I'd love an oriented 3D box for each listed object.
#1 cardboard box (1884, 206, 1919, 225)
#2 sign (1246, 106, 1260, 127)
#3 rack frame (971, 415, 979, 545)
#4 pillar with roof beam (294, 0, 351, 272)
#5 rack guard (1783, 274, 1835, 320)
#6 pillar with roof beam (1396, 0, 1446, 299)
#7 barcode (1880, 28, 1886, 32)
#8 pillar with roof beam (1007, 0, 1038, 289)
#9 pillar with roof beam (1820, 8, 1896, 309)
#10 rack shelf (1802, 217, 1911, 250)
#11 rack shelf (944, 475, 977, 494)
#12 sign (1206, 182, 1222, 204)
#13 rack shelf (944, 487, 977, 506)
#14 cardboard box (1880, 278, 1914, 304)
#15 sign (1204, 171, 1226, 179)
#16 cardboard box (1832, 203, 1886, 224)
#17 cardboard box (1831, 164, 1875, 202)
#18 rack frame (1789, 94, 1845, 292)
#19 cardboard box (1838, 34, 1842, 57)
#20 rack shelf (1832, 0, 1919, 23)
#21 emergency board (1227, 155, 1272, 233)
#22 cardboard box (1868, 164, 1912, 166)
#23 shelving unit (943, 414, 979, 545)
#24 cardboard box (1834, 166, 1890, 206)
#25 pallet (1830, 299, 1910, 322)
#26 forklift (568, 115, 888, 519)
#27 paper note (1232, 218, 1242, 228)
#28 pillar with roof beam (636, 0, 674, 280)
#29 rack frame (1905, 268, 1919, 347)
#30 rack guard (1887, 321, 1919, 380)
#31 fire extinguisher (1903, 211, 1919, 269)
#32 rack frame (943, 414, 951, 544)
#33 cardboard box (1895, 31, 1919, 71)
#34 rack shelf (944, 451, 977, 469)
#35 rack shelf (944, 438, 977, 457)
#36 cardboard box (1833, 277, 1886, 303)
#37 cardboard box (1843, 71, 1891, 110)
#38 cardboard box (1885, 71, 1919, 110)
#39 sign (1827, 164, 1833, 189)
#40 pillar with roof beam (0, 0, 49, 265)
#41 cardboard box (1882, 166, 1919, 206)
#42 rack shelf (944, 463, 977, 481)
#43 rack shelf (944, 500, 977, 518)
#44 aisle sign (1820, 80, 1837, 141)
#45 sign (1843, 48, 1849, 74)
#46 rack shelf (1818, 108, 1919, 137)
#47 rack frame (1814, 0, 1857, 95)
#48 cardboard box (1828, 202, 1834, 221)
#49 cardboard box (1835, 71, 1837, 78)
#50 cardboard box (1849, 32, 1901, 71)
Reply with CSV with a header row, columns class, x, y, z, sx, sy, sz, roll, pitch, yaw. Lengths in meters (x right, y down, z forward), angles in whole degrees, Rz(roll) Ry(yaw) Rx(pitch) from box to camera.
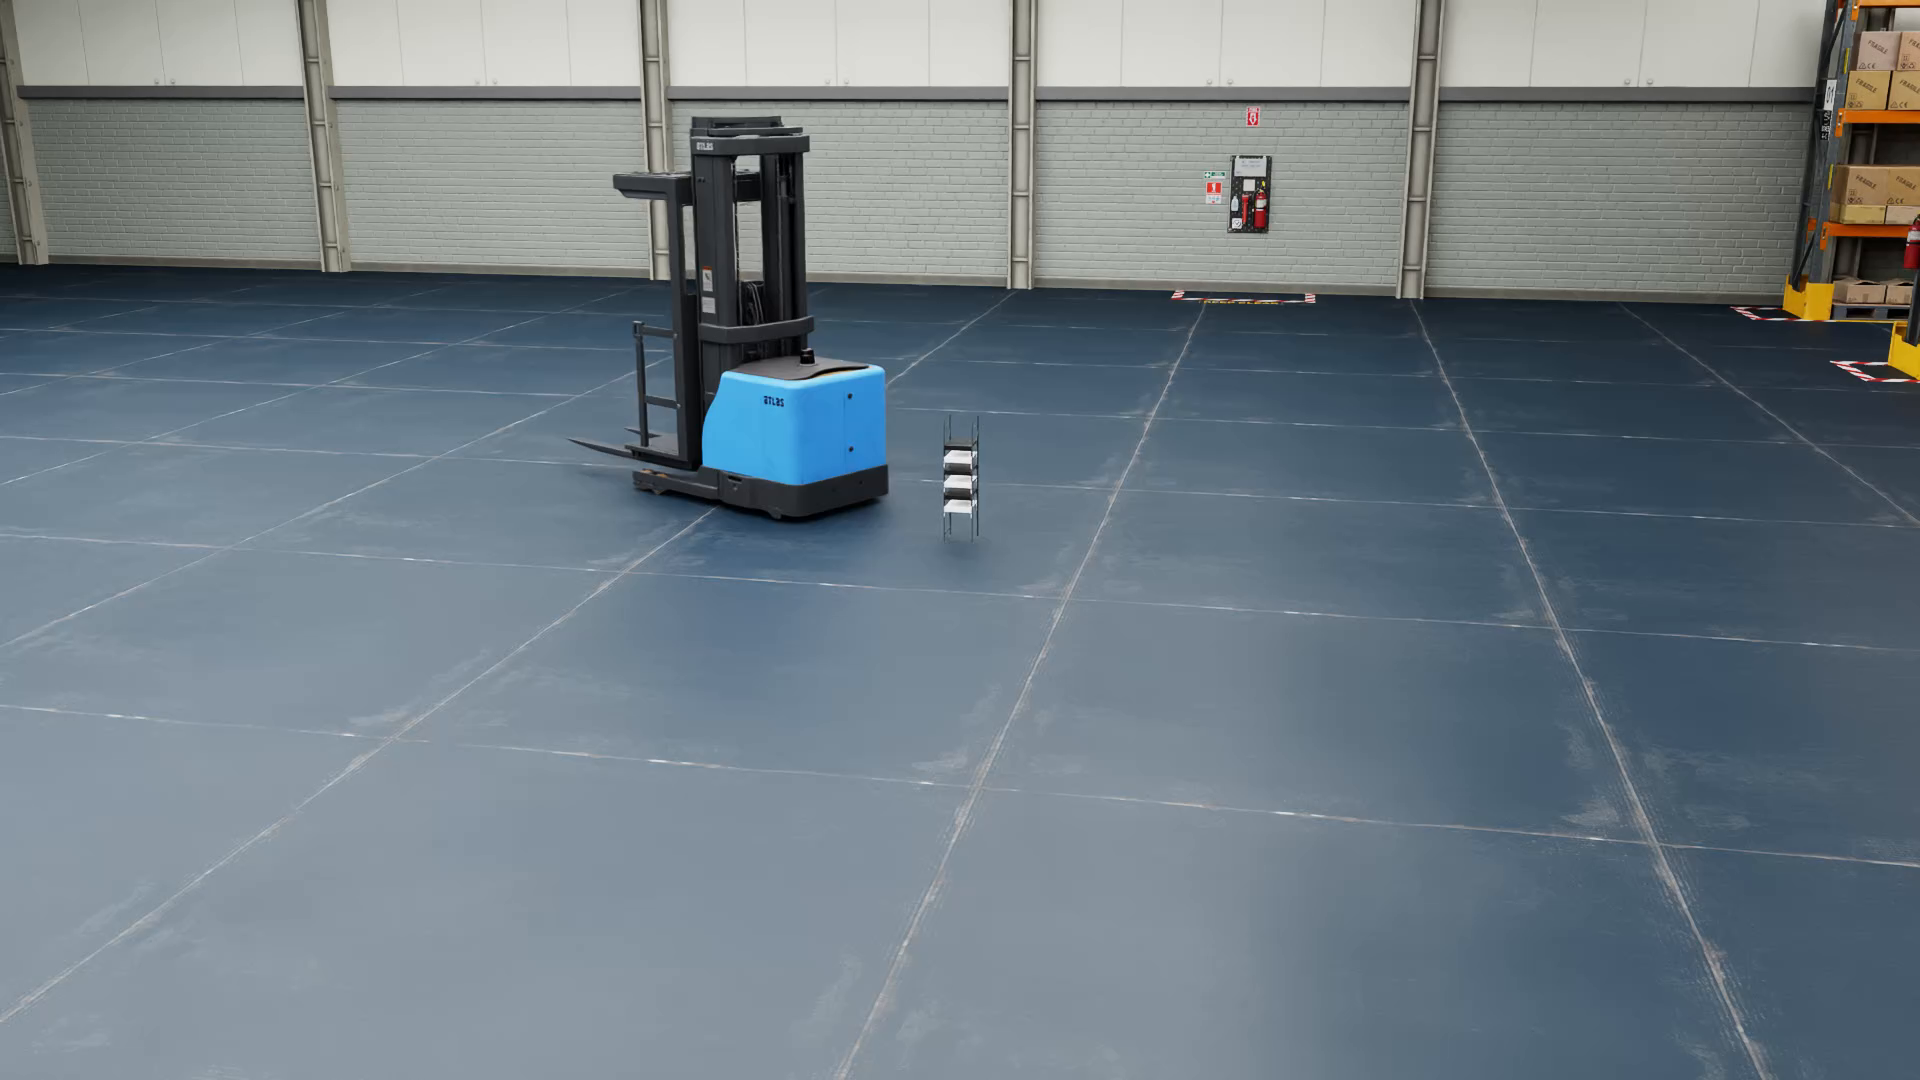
class,x,y,z,sx,sy,sz,roll,pitch,yaw
cardboard box,12.798,-4.440,22.645,0.500,0.250,0.500,3,16,9
sign,4.448,-6.429,25.239,0.199,0.298,0.001,3,16,11
rack frame,0.108,-0.428,11.851,0.006,0.900,0.240,3,16,11
pillar with roof beam,-11.647,-7.866,23.532,0.400,9.000,9.100,3,16,11
rack guard,11.946,-3.427,23.426,0.348,0.500,1.175,3,16,11
pillar with roof beam,5.992,-6.909,20.075,0.400,9.000,9.100,3,16,11
barcode,12.667,-6.993,22.816,0.075,0.075,0.001,3,16,11
pillar with roof beam,0.113,-7.228,21.228,0.400,9.000,9.100,3,16,11
pillar with roof beam,11.872,-6.589,18.923,0.400,9.000,9.100,3,16,11
rack shelf,13.831,-4.182,22.819,4.000,0.370,1.077,3,16,11
rack shelf,0.008,-0.401,11.879,0.200,0.077,0.258,3,16,11
sign,3.915,-5.359,25.651,0.234,0.329,0.001,3,16,11
rack shelf,0.008,-0.314,11.903,0.200,0.077,0.258,3,16,11
cardboard box,13.090,-3.461,23.080,0.500,0.311,0.500,4,16,16
sign,3.918,-5.611,25.571,0.331,0.109,0.001,3,16,11
cardboard box,12.286,-4.464,22.731,0.500,0.250,0.500,3,16,9
cardboard box,12.376,-4.965,23.135,0.500,0.500,0.500,3,16,10
rack frame,11.872,-4.635,23.107,0.127,3.000,1.000,3,16,11
cardboard box,12.346,-6.666,22.721,0.500,0.500,0.500,4,16,14
rack shelf,13.831,-7.072,22.019,4.000,0.370,1.077,3,16,11
emergency board,4.436,-5.285,25.452,0.643,1.169,0.194,3,16,11
cardboard box,12.867,-4.935,23.029,0.500,0.500,0.500,3,16,12
shelving unit,0.008,-0.433,11.870,0.210,0.900,0.258,3,16,11
cardboard box,12.279,-4.830,22.649,0.500,0.500,0.500,3,16,11
pallet,12.735,-3.235,23.275,1.213,0.211,1.003,3,16,11
forklift,-2.009,-1.873,13.261,3.031,2.935,1.130,13,20,39
paper note,4.276,-4.888,25.669,0.142,0.148,0.016,3,16,11
pillar with roof beam,-5.767,-7.547,22.380,0.400,9.000,9.100,3,16,11
rack frame,10.888,-3.339,18.428,0.127,3.000,1.000,3,16,11
rack guard,10.864,-2.136,18.766,0.348,0.500,1.175,3,16,11
fire extinguisher,10.865,-3.430,18.900,0.183,0.674,0.296,3,16,11
rack frame,-0.092,-0.439,11.890,0.006,0.900,0.240,3,16,11
cardboard box,12.682,-6.497,22.110,0.500,0.500,0.500,3,16,10
rack shelf,0.008,-0.575,11.831,0.200,0.077,0.258,3,16,11
rack shelf,0.008,-0.661,11.807,0.200,0.077,0.258,3,16,11
cardboard box,12.532,-3.491,23.189,0.500,0.311,0.500,1,16,5
cardboard box,12.149,-6.056,22.390,0.500,0.500,0.500,4,16,13
cardboard box,12.669,-6.018,22.254,0.500,0.500,0.500,4,16,15
sign,11.764,-4.911,22.479,0.005,0.325,0.100,3,16,11
pillar with roof beam,-17.526,-8.185,24.684,0.400,9.000,9.100,3,16,11
cardboard box,12.762,-4.801,22.545,0.500,0.500,0.500,3,16,11
rack shelf,0.008,-0.488,11.855,0.200,0.077,0.258,3,16,11
rack shelf,0.008,-0.228,11.927,0.200,0.077,0.258,3,16,11
aisle sign,11.741,-5.814,22.491,0.004,0.787,0.394,3,16,11
sign,11.764,-6.360,22.078,0.005,0.325,0.100,3,16,11
rack shelf,13.831,-5.628,22.419,4.000,0.370,1.077,3,16,11
rack frame,11.872,-7.527,22.306,0.127,3.000,1.000,3,16,11
cardboard box,12.368,-4.599,23.218,0.500,0.250,0.500,3,16,12
cardboard box,12.331,-6.183,22.850,0.500,0.500,0.500,4,16,15
cardboard box,12.201,-6.537,22.254,0.500,0.500,0.500,2,16,7
